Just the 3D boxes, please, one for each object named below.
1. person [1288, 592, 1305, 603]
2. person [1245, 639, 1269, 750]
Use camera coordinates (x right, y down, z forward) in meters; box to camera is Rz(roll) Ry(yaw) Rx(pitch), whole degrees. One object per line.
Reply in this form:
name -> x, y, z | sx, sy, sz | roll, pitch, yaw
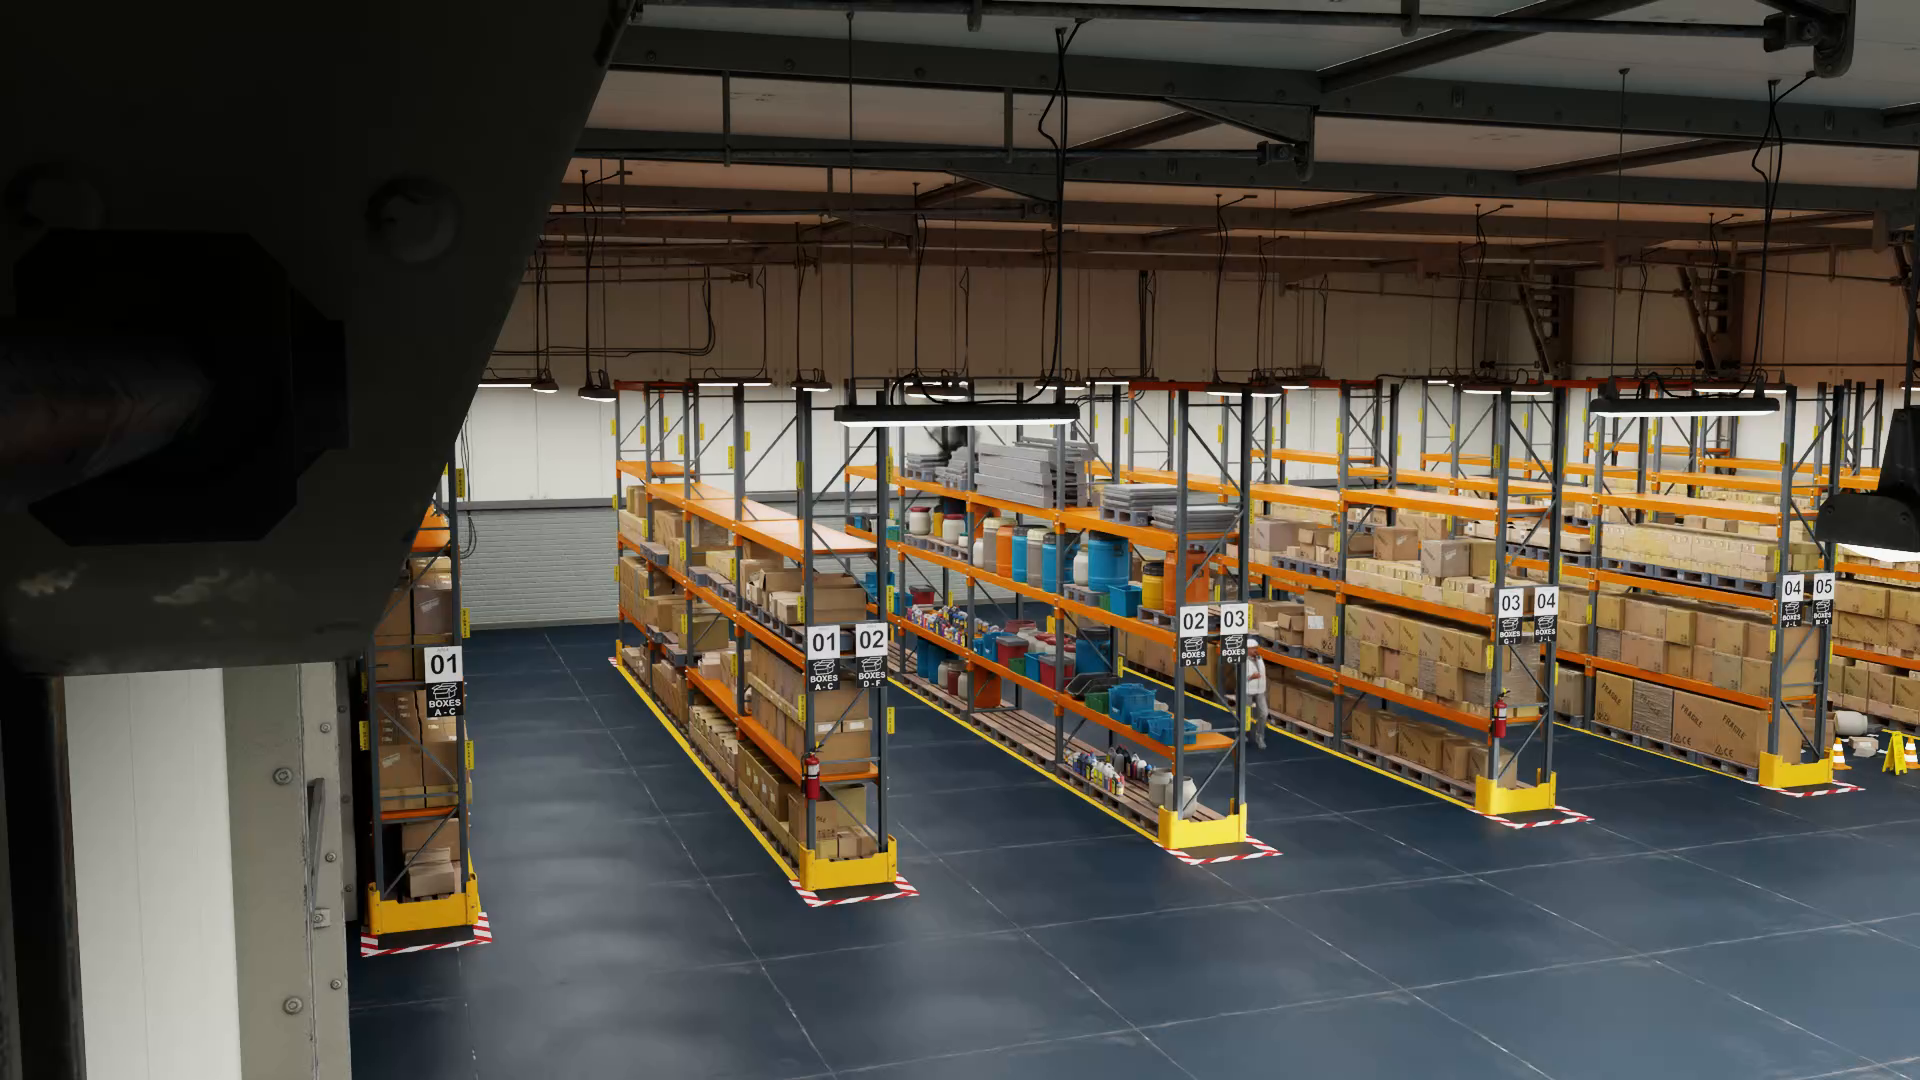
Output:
person -> 8.635, 1.026, 42.052 | 0.716, 1.757, 0.678 | -2, 6, -17
person -> 4.840, 2.545, 27.503 | 0.639, 1.825, 0.734 | -2, 6, -19
